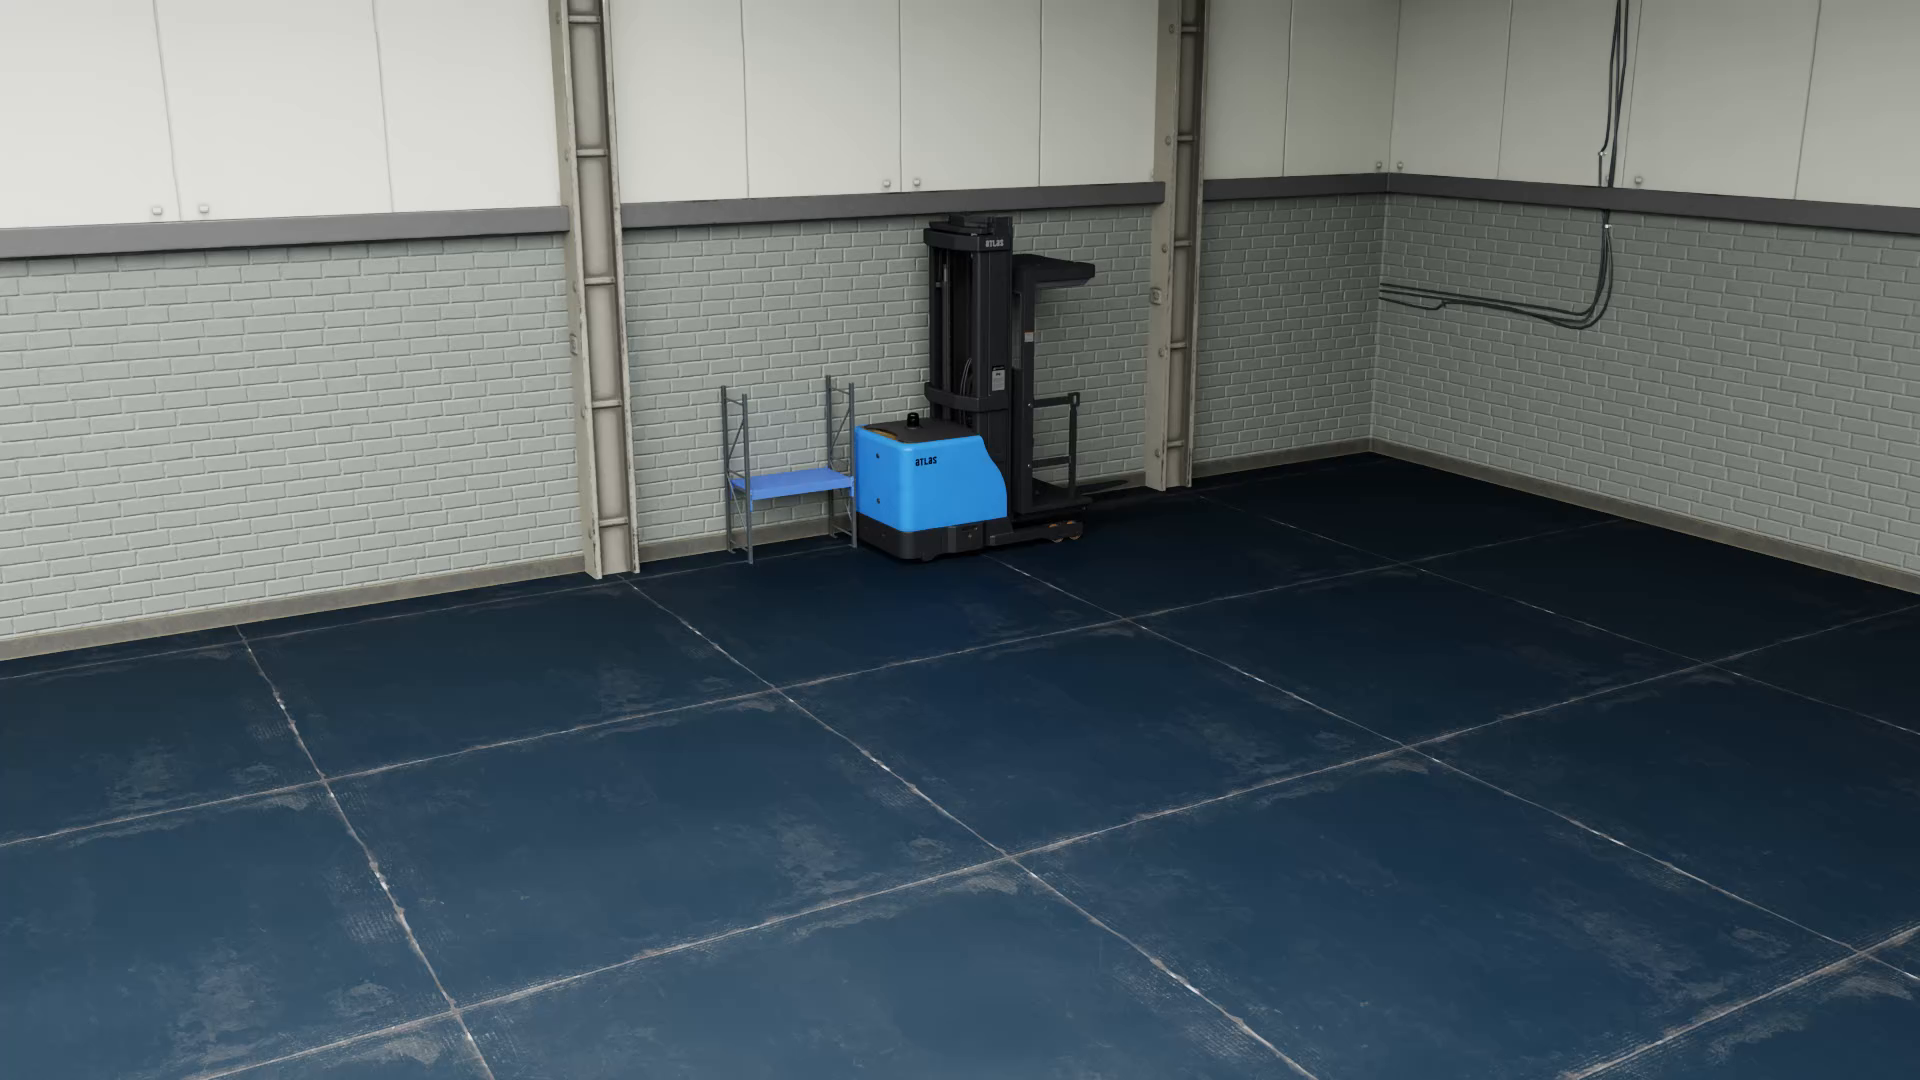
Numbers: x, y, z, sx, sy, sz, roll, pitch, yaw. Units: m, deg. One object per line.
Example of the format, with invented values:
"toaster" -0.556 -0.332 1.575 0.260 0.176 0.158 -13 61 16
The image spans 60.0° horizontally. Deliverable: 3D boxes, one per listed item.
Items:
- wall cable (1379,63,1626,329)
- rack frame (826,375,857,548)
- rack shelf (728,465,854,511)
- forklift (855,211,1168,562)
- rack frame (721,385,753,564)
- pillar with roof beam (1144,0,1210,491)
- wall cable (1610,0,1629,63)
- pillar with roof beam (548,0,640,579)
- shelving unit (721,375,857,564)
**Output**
"wall cable" 5.362 -3.506 16.838 0.112 2.526 3.097 -9 18 -30
"rack frame" -1.071 -0.711 15.008 0.032 1.500 0.500 -9 18 -29
"rack shelf" -1.508 -0.468 14.806 1.000 0.185 0.538 -9 18 -29
"forklift" 0.536 -1.500 15.172 3.031 2.935 1.130 -9 18 -30
"rack frame" -1.946 -0.571 14.508 0.032 1.500 0.500 -9 18 -29
"pillar with roof beam" 4.373 -3.902 12.496 0.400 9.000 9.100 -9 18 -30
"wall cable" 6.755 -5.312 13.924 0.112 2.526 3.097 -9 18 -30
"pillar with roof beam" -0.771 -3.068 9.521 0.400 9.000 9.100 -9 18 -30
"shelving unit" -1.508 -0.641 14.758 1.048 1.500 0.538 -9 18 -29
